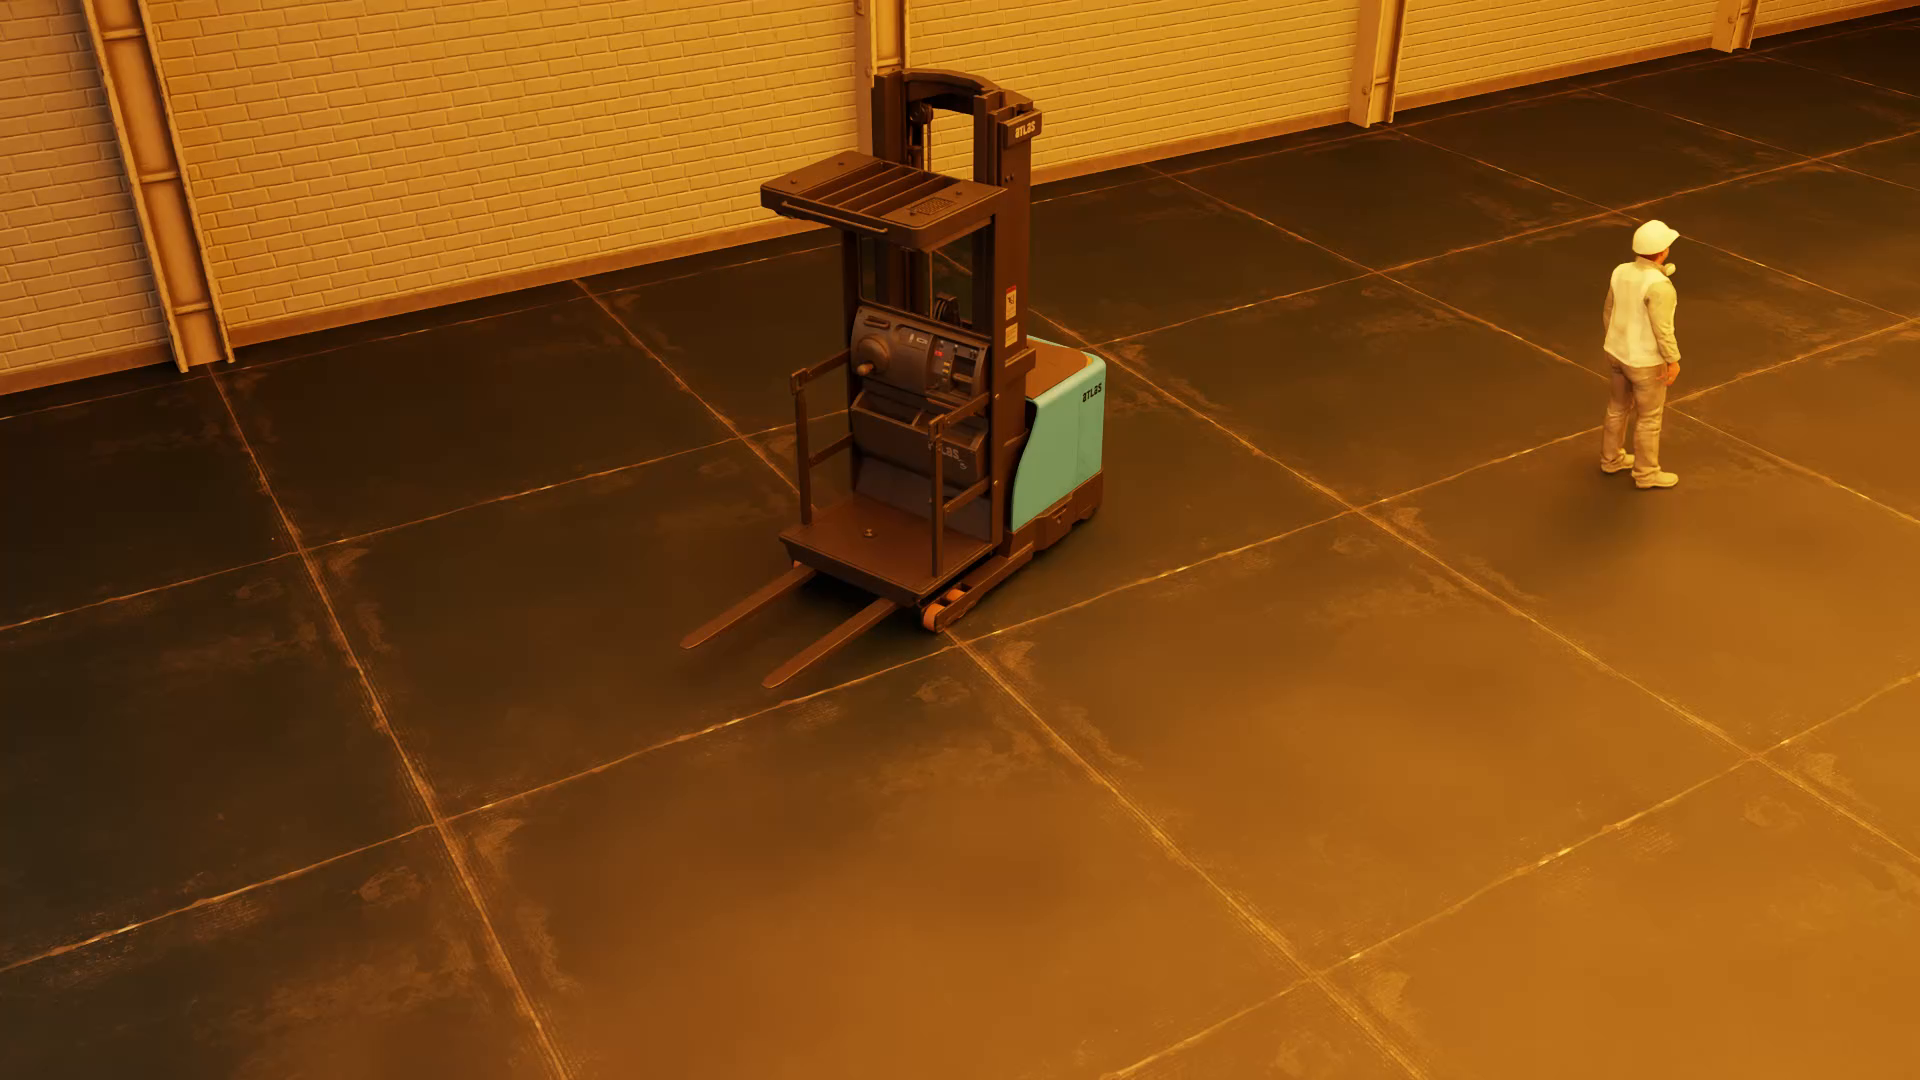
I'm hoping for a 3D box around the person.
[{"bbox_3d":[4.465,-1.221,10.806,0.546,1.780,0.614,-10,32,-16],"label":"person"}]

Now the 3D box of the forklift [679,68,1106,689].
[{"bbox_3d":[-0.365,-1.007,9.329,1.130,2.935,3.031,21,37,31],"label":"forklift"}]
